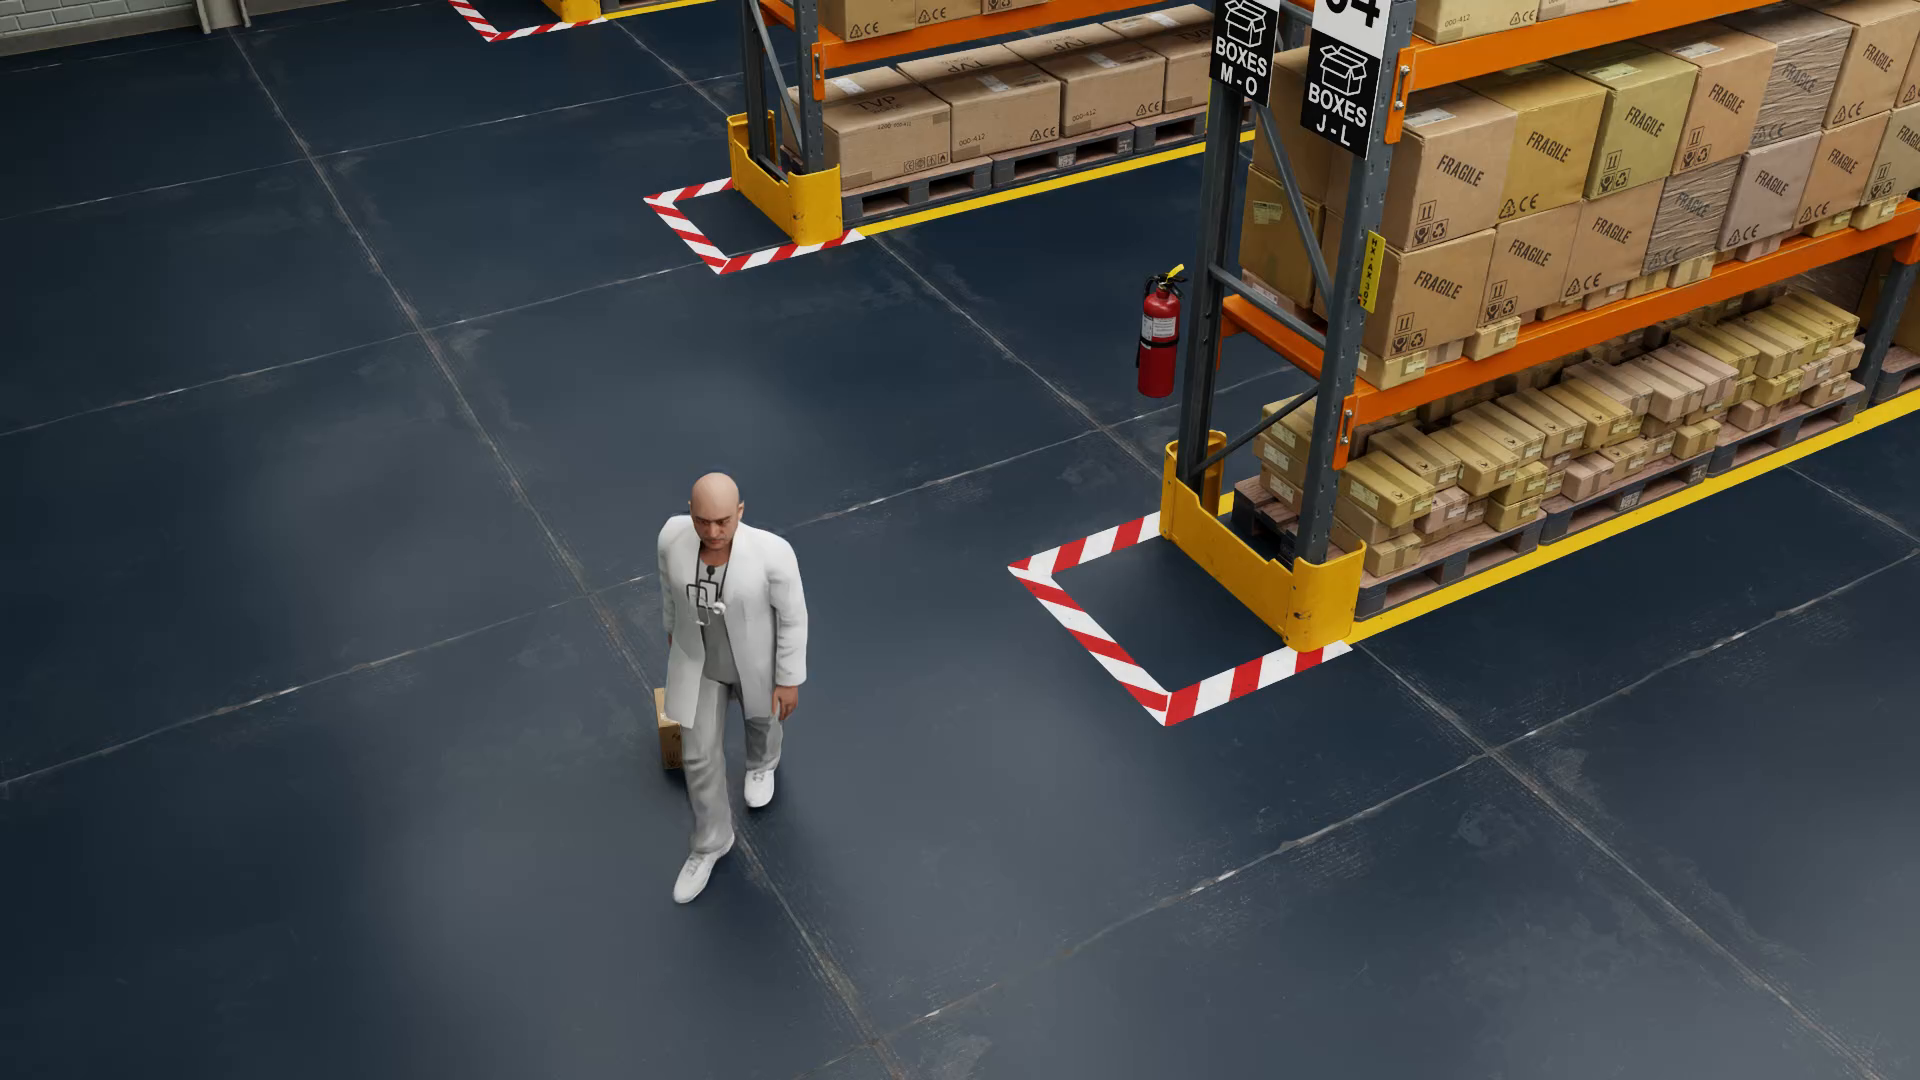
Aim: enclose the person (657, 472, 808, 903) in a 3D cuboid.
[{"bbox_3d":[-0.860,0.473,6.307,0.608,1.784,0.852,3,36,4],"label":"person"}]
